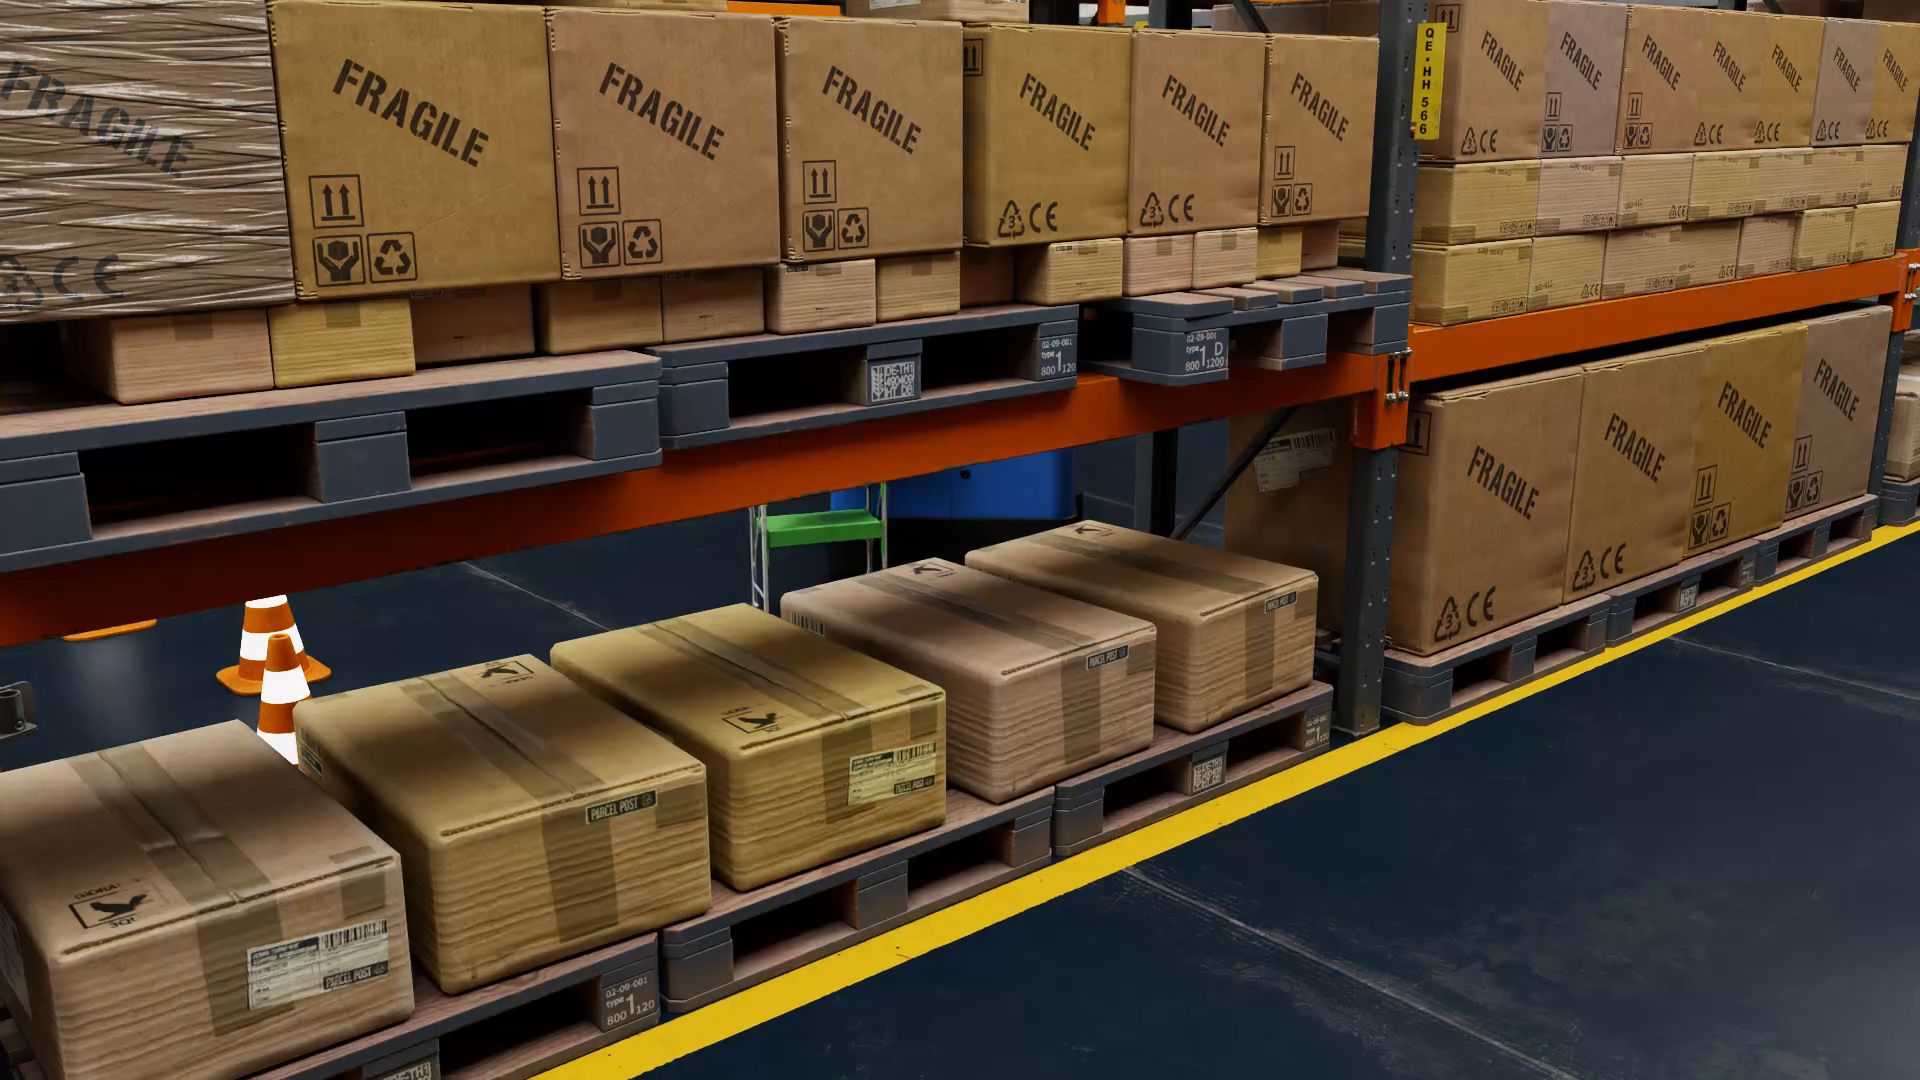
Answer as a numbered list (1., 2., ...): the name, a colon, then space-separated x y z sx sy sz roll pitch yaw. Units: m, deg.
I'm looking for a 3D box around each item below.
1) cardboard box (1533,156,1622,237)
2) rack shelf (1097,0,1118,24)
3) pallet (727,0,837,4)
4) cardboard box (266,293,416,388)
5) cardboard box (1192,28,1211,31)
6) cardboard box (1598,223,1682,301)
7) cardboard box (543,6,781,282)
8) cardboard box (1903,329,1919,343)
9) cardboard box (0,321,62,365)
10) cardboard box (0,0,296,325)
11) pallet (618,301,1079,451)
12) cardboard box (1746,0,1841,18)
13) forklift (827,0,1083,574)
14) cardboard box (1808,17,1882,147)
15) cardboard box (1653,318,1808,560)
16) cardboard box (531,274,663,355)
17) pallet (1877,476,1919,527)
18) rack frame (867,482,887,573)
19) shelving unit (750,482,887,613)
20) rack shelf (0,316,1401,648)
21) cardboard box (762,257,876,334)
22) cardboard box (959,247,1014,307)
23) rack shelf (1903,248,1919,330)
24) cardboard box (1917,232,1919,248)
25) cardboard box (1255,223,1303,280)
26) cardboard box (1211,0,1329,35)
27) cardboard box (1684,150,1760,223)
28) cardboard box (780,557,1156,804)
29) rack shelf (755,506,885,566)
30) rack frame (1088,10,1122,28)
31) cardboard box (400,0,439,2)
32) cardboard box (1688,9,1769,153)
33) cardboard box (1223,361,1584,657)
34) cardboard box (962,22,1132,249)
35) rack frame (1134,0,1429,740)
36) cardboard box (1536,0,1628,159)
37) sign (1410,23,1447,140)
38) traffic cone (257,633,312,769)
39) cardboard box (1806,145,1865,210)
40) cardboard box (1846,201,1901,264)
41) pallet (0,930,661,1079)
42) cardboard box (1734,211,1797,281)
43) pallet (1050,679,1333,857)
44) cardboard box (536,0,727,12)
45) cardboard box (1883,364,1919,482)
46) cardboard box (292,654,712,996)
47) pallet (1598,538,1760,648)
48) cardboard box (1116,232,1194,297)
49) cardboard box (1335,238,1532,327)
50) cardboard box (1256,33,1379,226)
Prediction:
1. cardboard box: 1.928 -1.208 5.782 0.500 0.250 0.500 -12 19 -38
2. rack shelf: -0.823 -3.301 9.877 4.000 0.370 1.077 -13 19 -39
3. pallet: -1.870 -5.064 15.254 1.213 0.211 1.003 -13 19 -39
4. cardboard box: -1.206 -0.390 3.072 0.250 0.149 0.380 -12 19 -38
5. cardboard box: 1.567 -3.333 11.707 0.500 0.500 0.500 -13 20 -41
6. cardboard box: 2.303 -1.054 6.172 0.500 0.250 0.500 -12 19 -38
7. cardboard box: -0.723 -0.821 3.427 0.500 0.500 0.500 -13 20 -40
8. cardboard box: 5.911 -0.946 9.631 0.875 0.438 0.875 -12 19 -38
9. cardboard box: -1.817 -0.459 3.328 0.250 0.149 0.380 -12 19 -39
10. cardboard box: -1.482 -0.655 2.805 0.500 0.500 0.500 -12 19 -38
11. pallet: -0.473 -0.478 4.098 1.213 0.211 1.003 -13 19 -39
12. cardboard box: 4.034 -2.550 8.097 0.250 0.149 0.380 -13 20 -40
13. forklift: 0.005 -1.594 8.037 1.130 2.935 3.031 0 15 2
14. cardboard box: 3.453 -1.909 6.954 0.500 0.500 0.500 -12 19 -38
15. cardboard box: 2.919 -0.493 7.086 0.875 0.875 0.875 -12 19 -38
16. cardboard box: -0.820 -0.489 3.441 0.250 0.149 0.380 -12 19 -39
17. pallet: 4.636 -0.358 8.681 1.213 0.211 1.003 -13 19 -39
18. rack frame: -0.337 -0.333 6.672 0.015 1.200 0.240 -5 16 -18
19. shelving unit: -0.568 -0.312 6.594 0.503 1.200 0.258 -5 16 -18
20. rack shelf: -0.515 -0.228 4.183 4.000 0.370 1.077 -13 19 -39
21. cardboard box: -0.398 -0.565 3.727 0.250 0.149 0.380 -12 19 -37
22. cardboard box: -0.081 -0.675 4.136 0.250 0.149 0.380 -12 19 -39
23. rack shelf: 5.520 -1.583 9.257 4.000 0.370 1.077 -13 19 -39
24. cardboard box: 4.537 -1.668 7.990 0.500 0.500 0.500 -12 19 -38
25. cardboard box: 0.746 -0.835 4.735 0.250 0.149 0.380 -12 19 -39
26. cardboard box: 1.212 -1.584 5.735 0.500 0.500 0.500 -13 20 -41
27. cardboard box: 2.704 -1.373 6.401 0.500 0.250 0.500 -12 19 -38
28. cardboard box: 0.009 0.373 4.819 0.625 0.372 0.950 -13 20 -40
29. rack shelf: -0.568 -0.019 6.673 0.480 0.148 0.258 -5 16 -18
30. rack frame: 0.685 -2.538 11.439 0.127 3.000 1.000 -13 19 -39
31. cardboard box: -1.313 -1.186 3.537 0.250 0.149 0.380 -13 20 -41
32. cardboard box: 2.677 -1.737 6.307 0.500 0.500 0.500 -12 19 -38
33. cardboard box: 1.569 -0.191 5.956 0.875 0.875 0.875 -13 20 -40
34. cardboard box: 0.070 -1.002 4.106 0.500 0.500 0.500 -14 21 -43
35. rack frame: 0.993 -0.914 5.359 0.127 3.000 1.000 -13 19 -39
36. cardboard box: 1.894 -1.567 5.673 0.500 0.500 0.500 -13 19 -39
37. sign: 1.357 -1.331 4.830 0.005 0.325 0.100 -13 19 -39
38. traffic cone: -2.008 0.507 4.956 0.334 0.463 0.336 -13 19 -39
39. cardboard box: 3.466 -1.552 7.071 0.500 0.250 0.500 -12 19 -38
40. cardboard box: 3.838 -1.394 7.447 0.500 0.250 0.500 -13 20 -41
41. pallet: -1.438 0.979 3.677 1.213 0.211 1.003 -13 19 -39
42. cardboard box: 3.060 -1.226 6.819 0.500 0.250 0.500 -13 20 -41
43. pallet: 0.403 0.565 5.224 1.213 0.211 1.003 -13 19 -39
44. cardboard box: -0.685 -1.159 3.437 0.250 0.149 0.380 -11 19 -36
45. cardboard box: 4.555 -0.642 8.492 0.875 0.438 0.875 -13 20 -40
46. cardboard box: -1.090 0.619 3.900 0.625 0.372 0.950 -11 19 -36
47. pallet: 2.558 0.109 6.933 1.213 0.211 1.003 -13 19 -39
48. cardboard box: 0.390 -0.742 4.389 0.250 0.149 0.380 -14 20 -42
49. cardboard box: 1.528 -0.875 5.505 0.500 0.250 0.500 -13 20 -40
50. cardboard box: 0.833 -1.178 4.762 0.500 0.500 0.500 -13 20 -41
